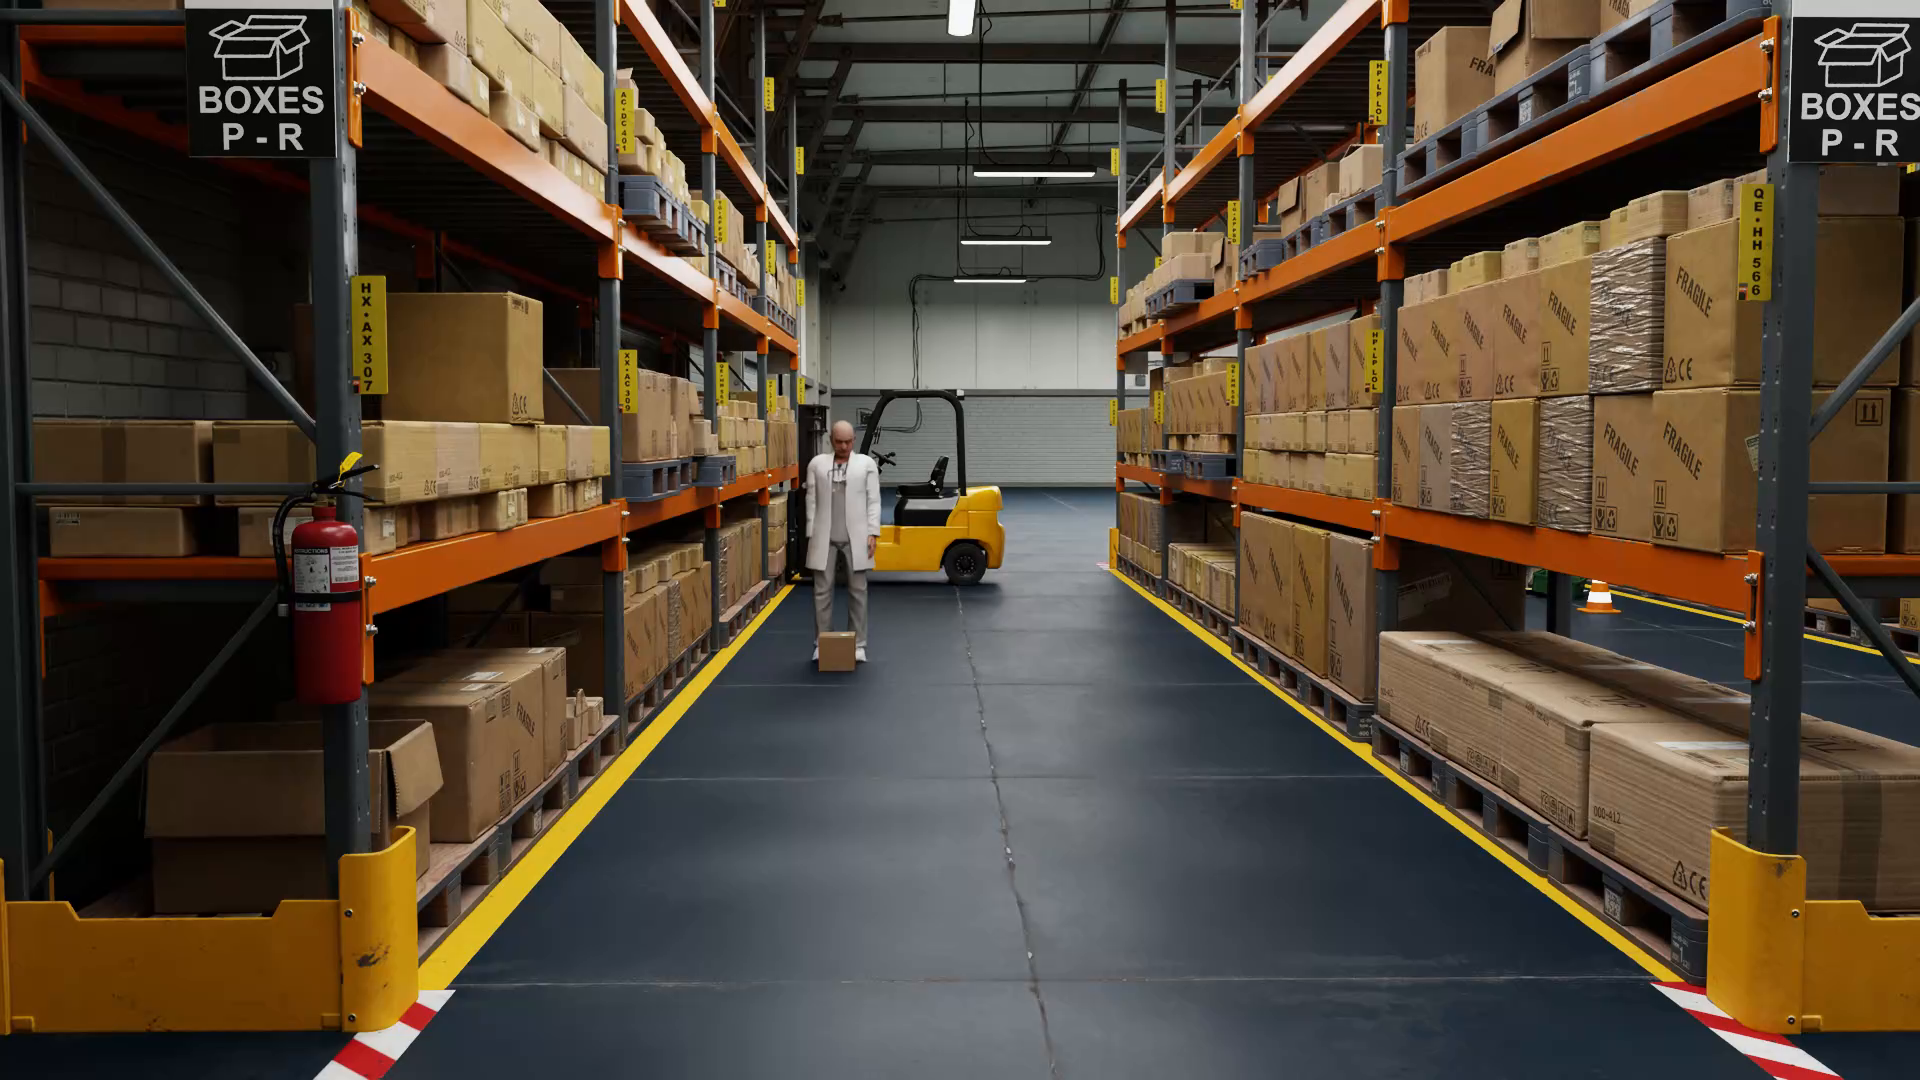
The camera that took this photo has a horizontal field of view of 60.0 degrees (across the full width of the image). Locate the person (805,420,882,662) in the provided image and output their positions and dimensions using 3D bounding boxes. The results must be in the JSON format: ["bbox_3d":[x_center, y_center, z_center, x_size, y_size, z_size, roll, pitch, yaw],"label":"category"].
[{"bbox_3d":[-0.860,0.007,12.237,0.565,1.771,0.380,0,4,1],"label":"person"}]
